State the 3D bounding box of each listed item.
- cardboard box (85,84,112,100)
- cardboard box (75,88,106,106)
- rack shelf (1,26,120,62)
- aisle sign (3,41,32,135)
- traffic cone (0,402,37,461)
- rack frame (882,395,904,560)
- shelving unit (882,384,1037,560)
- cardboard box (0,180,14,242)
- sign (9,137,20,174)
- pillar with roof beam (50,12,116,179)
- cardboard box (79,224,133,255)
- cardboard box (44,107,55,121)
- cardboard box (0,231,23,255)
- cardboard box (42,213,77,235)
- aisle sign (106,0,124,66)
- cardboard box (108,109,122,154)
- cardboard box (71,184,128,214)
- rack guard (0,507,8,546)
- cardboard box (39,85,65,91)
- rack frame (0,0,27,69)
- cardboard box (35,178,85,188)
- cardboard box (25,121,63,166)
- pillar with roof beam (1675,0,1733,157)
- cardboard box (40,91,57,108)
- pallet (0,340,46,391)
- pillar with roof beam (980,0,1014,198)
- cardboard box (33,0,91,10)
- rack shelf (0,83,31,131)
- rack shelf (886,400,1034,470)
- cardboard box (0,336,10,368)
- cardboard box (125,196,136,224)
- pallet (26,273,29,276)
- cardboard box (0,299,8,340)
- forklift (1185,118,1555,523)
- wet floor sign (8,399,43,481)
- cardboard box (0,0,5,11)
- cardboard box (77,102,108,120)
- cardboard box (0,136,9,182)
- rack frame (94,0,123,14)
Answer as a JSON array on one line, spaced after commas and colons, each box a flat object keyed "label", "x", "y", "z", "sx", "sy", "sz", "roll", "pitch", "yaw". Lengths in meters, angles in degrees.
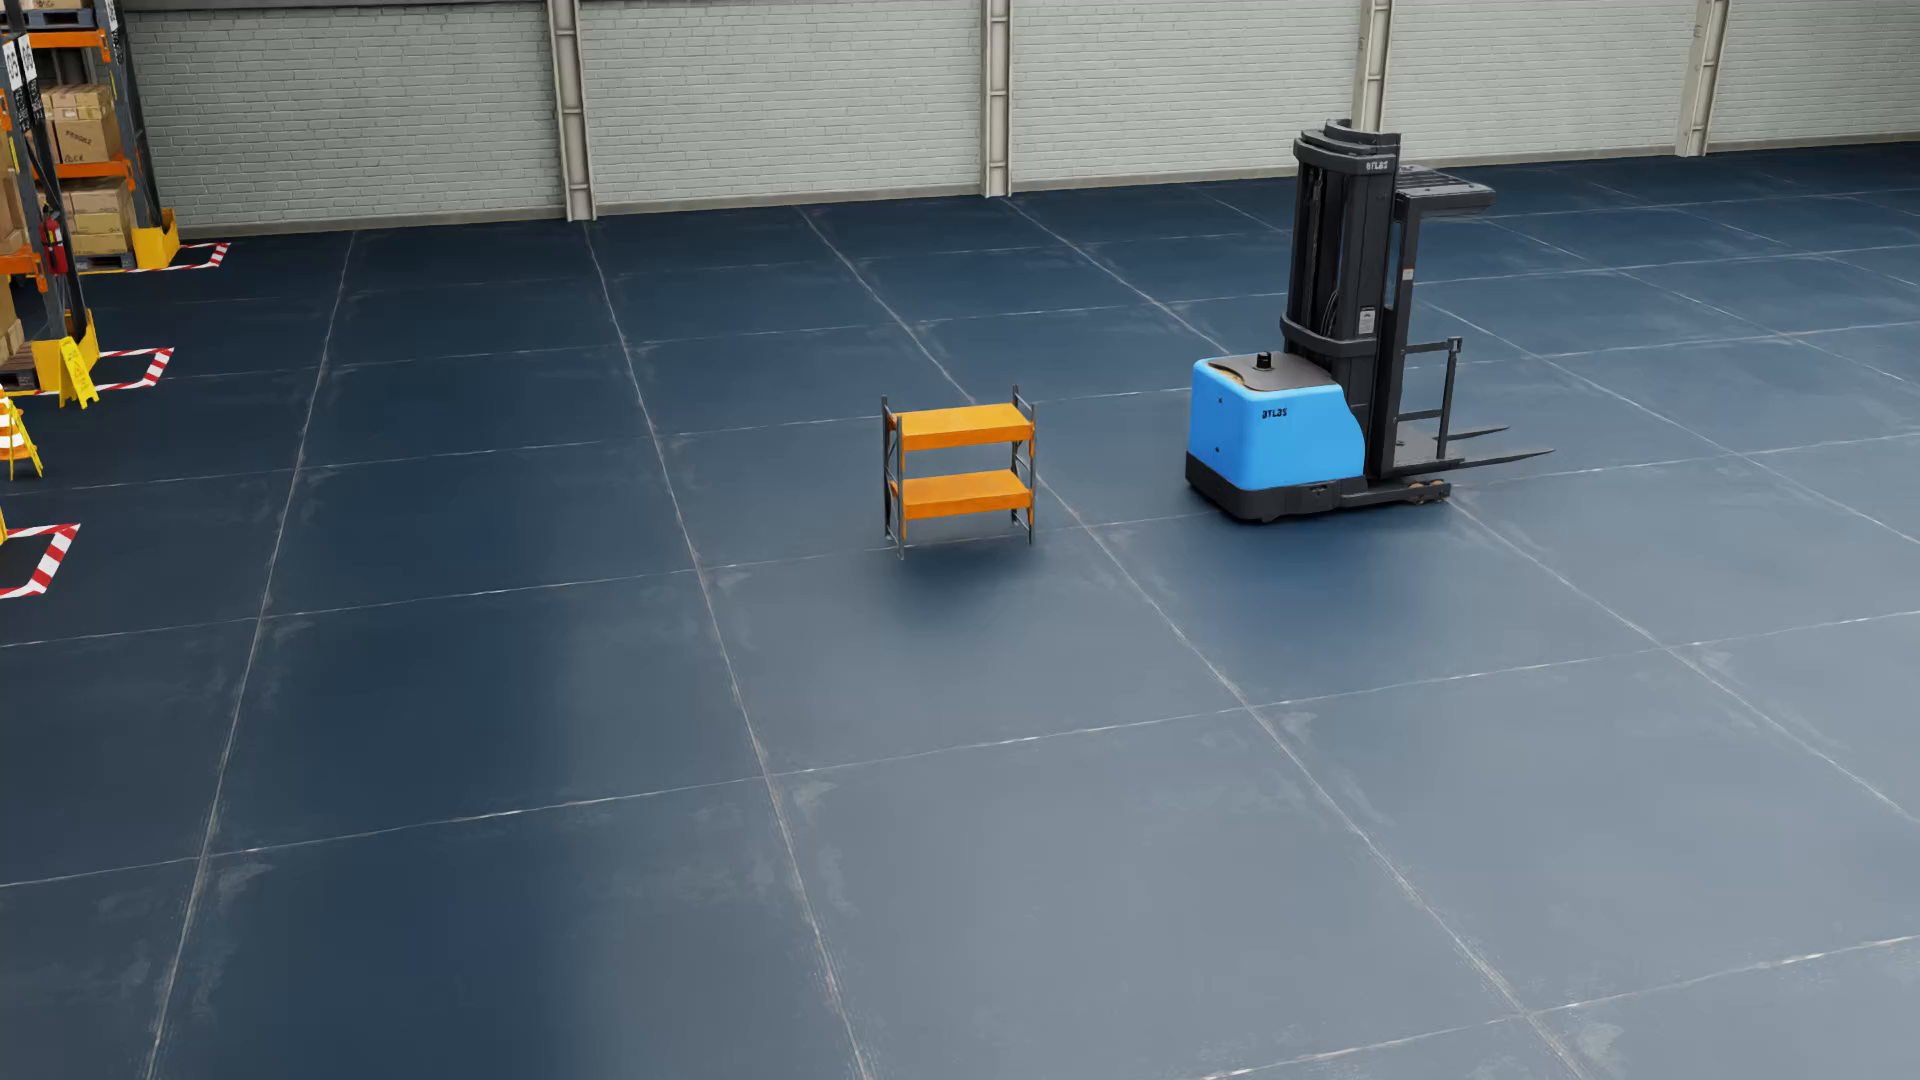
[{"label": "cardboard box", "x": -10.494, "y": -5.457, "z": 20.268, "sx": 0.250, "sy": 0.149, "sz": 0.380, "roll": -7, "pitch": 24, "yaw": -15}, {"label": "cardboard box", "x": -10.401, "y": -5.294, "z": 19.887, "sx": 0.250, "sy": 0.149, "sz": 0.380, "roll": -6, "pitch": 24, "yaw": -14}, {"label": "rack shelf", "x": -12.039, "y": -5.766, "z": 19.423, "sx": 4.000, "sy": 0.370, "sz": 1.077, "roll": -6, "pitch": 24, "yaw": -14}, {"label": "aisle sign", "x": -8.631, "y": -4.138, "z": 15.224, "sx": 0.004, "sy": 0.787, "sz": 0.394, "roll": -6, "pitch": 24, "yaw": -14}, {"label": "traffic cone", "x": -8.207, "y": -0.961, "z": 14.332, "sx": 0.334, "sy": 0.463, "sz": 0.336, "roll": -6, "pitch": 24, "yaw": -14}, {"label": "rack frame", "x": -0.496, "y": -0.462, "z": 12.331, "sx": 0.032, "sy": 1.125, "sz": 0.500, "roll": -6, "pitch": 24, "yaw": -14}, {"label": "shelving unit", "x": -0.007, "y": -0.516, "z": 12.457, "sx": 1.048, "sy": 1.125, "sz": 0.538, "roll": -6, "pitch": 24, "yaw": -14}, {"label": "cardboard box", "x": -9.217, "y": -3.067, "z": 15.521, "sx": 0.500, "sy": 0.500, "sz": 0.500, "roll": -7, "pitch": 24, "yaw": -15}, {"label": "sign", "x": -8.638, "y": -3.512, "z": 15.191, "sx": 0.005, "sy": 0.325, "sz": 0.100, "roll": -6, "pitch": 24, "yaw": -14}, {"label": "pillar with roof beam", "x": -9.864, "y": -6.322, "z": 16.002, "sx": 0.400, "sy": 9.000, "sz": 9.100, "roll": -6, "pitch": 24, "yaw": -14}, {"label": "cardboard box", "x": -10.480, "y": -3.691, "z": 20.432, "sx": 0.500, "sy": 0.250, "sz": 0.500, "roll": -6, "pitch": 24, "yaw": -14}, {"label": "cardboard box", "x": -10.876, "y": -5.089, "z": 19.787, "sx": 0.250, "sy": 0.149, "sz": 0.380, "roll": -6, "pitch": 24, "yaw": -13}, {"label": "cardboard box", "x": -9.071, "y": -2.811, "z": 15.745, "sx": 0.250, "sy": 0.149, "sz": 0.380, "roll": -5, "pitch": 24, "yaw": -13}, {"label": "cardboard box", "x": -10.983, "y": -3.871, "z": 20.217, "sx": 0.500, "sy": 0.250, "sz": 0.500, "roll": -7, "pitch": 24, "yaw": -15}, {"label": "aisle sign", "x": -9.971, "y": -6.022, "z": 19.613, "sx": 0.004, "sy": 0.787, "sz": 0.394, "roll": -6, "pitch": 24, "yaw": -14}, {"label": "cardboard box", "x": -10.665, "y": -5.030, "z": 20.472, "sx": 0.500, "sy": 0.500, "sz": 0.500, "roll": -6, "pitch": 24, "yaw": -13}, {"label": "cardboard box", "x": -10.472, "y": -4.153, "z": 20.241, "sx": 0.500, "sy": 0.250, "sz": 0.500, "roll": -5, "pitch": 24, "yaw": -13}, {"label": "rack guard", "x": -7.311, "y": -0.033, "z": 12.122, "sx": 0.348, "sy": 0.500, "sz": 1.175, "roll": -6, "pitch": 24, "yaw": -14}, {"label": "cardboard box", "x": -11.006, "y": -5.409, "z": 20.155, "sx": 0.250, "sy": 0.149, "sz": 0.380, "roll": -6, "pitch": 24, "yaw": -13}, {"label": "rack frame", "x": -8.769, "y": -5.804, "z": 14.795, "sx": 0.127, "sy": 3.000, "sz": 1.000, "roll": -6, "pitch": 24, "yaw": -14}, {"label": "cardboard box", "x": -11.107, "y": -4.286, "z": 20.552, "sx": 0.500, "sy": 0.250, "sz": 0.500, "roll": -6, "pitch": 24, "yaw": -14}, {"label": "cardboard box", "x": -11.018, "y": -4.773, "z": 19.874, "sx": 0.500, "sy": 0.500, "sz": 0.500, "roll": -6, "pitch": 24, "yaw": -13}, {"label": "pillar with roof beam", "x": 13.244, "y": -8.878, "z": 21.959, "sx": 0.400, "sy": 9.000, "sz": 9.100, "roll": -6, "pitch": 24, "yaw": -14}, {"label": "cardboard box", "x": -10.875, "y": -5.218, "z": 19.710, "sx": 0.250, "sy": 0.149, "sz": 0.380, "roll": -6, "pitch": 24, "yaw": -13}, {"label": "pallet", "x": -9.634, "y": -1.685, "z": 16.339, "sx": 1.213, "sy": 0.211, "sz": 1.003, "roll": -6, "pitch": 24, "yaw": -14}, {"label": "pillar with roof beam", "x": 1.690, "y": -7.600, "z": 18.980, "sx": 0.400, "sy": 9.000, "sz": 9.100, "roll": -6, "pitch": 24, "yaw": -14}, {"label": "cardboard box", "x": -10.474, "y": -6.455, "z": 19.330, "sx": 0.500, "sy": 0.500, "sz": 0.500, "roll": -6, "pitch": 24, "yaw": -13}, {"label": "rack shelf", "x": -10.694, "y": -3.882, "z": 15.032, "sx": 4.000, "sy": 0.370, "sz": 1.077, "roll": -6, "pitch": 24, "yaw": -14}, {"label": "rack shelf", "x": -0.007, "y": -0.785, "z": 12.341, "sx": 1.000, "sy": 0.278, "sz": 0.538, "roll": -6, "pitch": 24, "yaw": -14}, {"label": "cardboard box", "x": -9.497, "y": -1.786, "z": 15.993, "sx": 0.500, "sy": 0.250, "sz": 0.500, "roll": -6, "pitch": 24, "yaw": -15}, {"label": "cardboard box", "x": -10.622, "y": -4.119, "z": 20.797, "sx": 0.500, "sy": 0.250, "sz": 0.500, "roll": -6, "pitch": 24, "yaw": -13}, {"label": "pallet", "x": -12.011, "y": -3.424, "z": 20.392, "sx": 1.213, "sy": 0.211, "sz": 1.003, "roll": -6, "pitch": 24, "yaw": -14}, {"label": "cardboard box", "x": -9.470, "y": -2.137, "z": 15.860, "sx": 0.500, "sy": 0.500, "sz": 0.500, "roll": -6, "pitch": 24, "yaw": -14}, {"label": "forklift", "x": 3.426, "y": -1.820, "z": 13.205, "sx": 3.031, "sy": 2.935, "sz": 1.130, "roll": -8, "pitch": 24, "yaw": -18}, {"label": "wet floor sign", "x": -7.841, "y": -0.852, "z": 13.847, "sx": 0.232, "sy": 0.644, "sz": 0.267, "roll": -11, "pitch": 25, "yaw": -23}, {"label": "cardboard box", "x": -11.073, "y": -6.256, "z": 19.164, "sx": 0.258, "sy": 0.266, "sz": 0.396, "roll": -6, "pitch": 24, "yaw": -14}, {"label": "cardboard box", "x": -10.371, "y": -5.132, "z": 19.887, "sx": 0.250, "sy": 0.149, "sz": 0.380, "roll": -6, "pitch": 24, "yaw": -14}, {"label": "cardboard box", "x": -9.202, "y": -3.552, "z": 15.382, "sx": 0.500, "sy": 0.500, "sz": 0.700, "roll": -7, "pitch": 24, "yaw": -16}, {"label": "rack frame", "x": -10.113, "y": -7.688, "z": 19.186, "sx": 0.127, "sy": 3.000, "sz": 1.000, "roll": -6, "pitch": 24, "yaw": -14}]
